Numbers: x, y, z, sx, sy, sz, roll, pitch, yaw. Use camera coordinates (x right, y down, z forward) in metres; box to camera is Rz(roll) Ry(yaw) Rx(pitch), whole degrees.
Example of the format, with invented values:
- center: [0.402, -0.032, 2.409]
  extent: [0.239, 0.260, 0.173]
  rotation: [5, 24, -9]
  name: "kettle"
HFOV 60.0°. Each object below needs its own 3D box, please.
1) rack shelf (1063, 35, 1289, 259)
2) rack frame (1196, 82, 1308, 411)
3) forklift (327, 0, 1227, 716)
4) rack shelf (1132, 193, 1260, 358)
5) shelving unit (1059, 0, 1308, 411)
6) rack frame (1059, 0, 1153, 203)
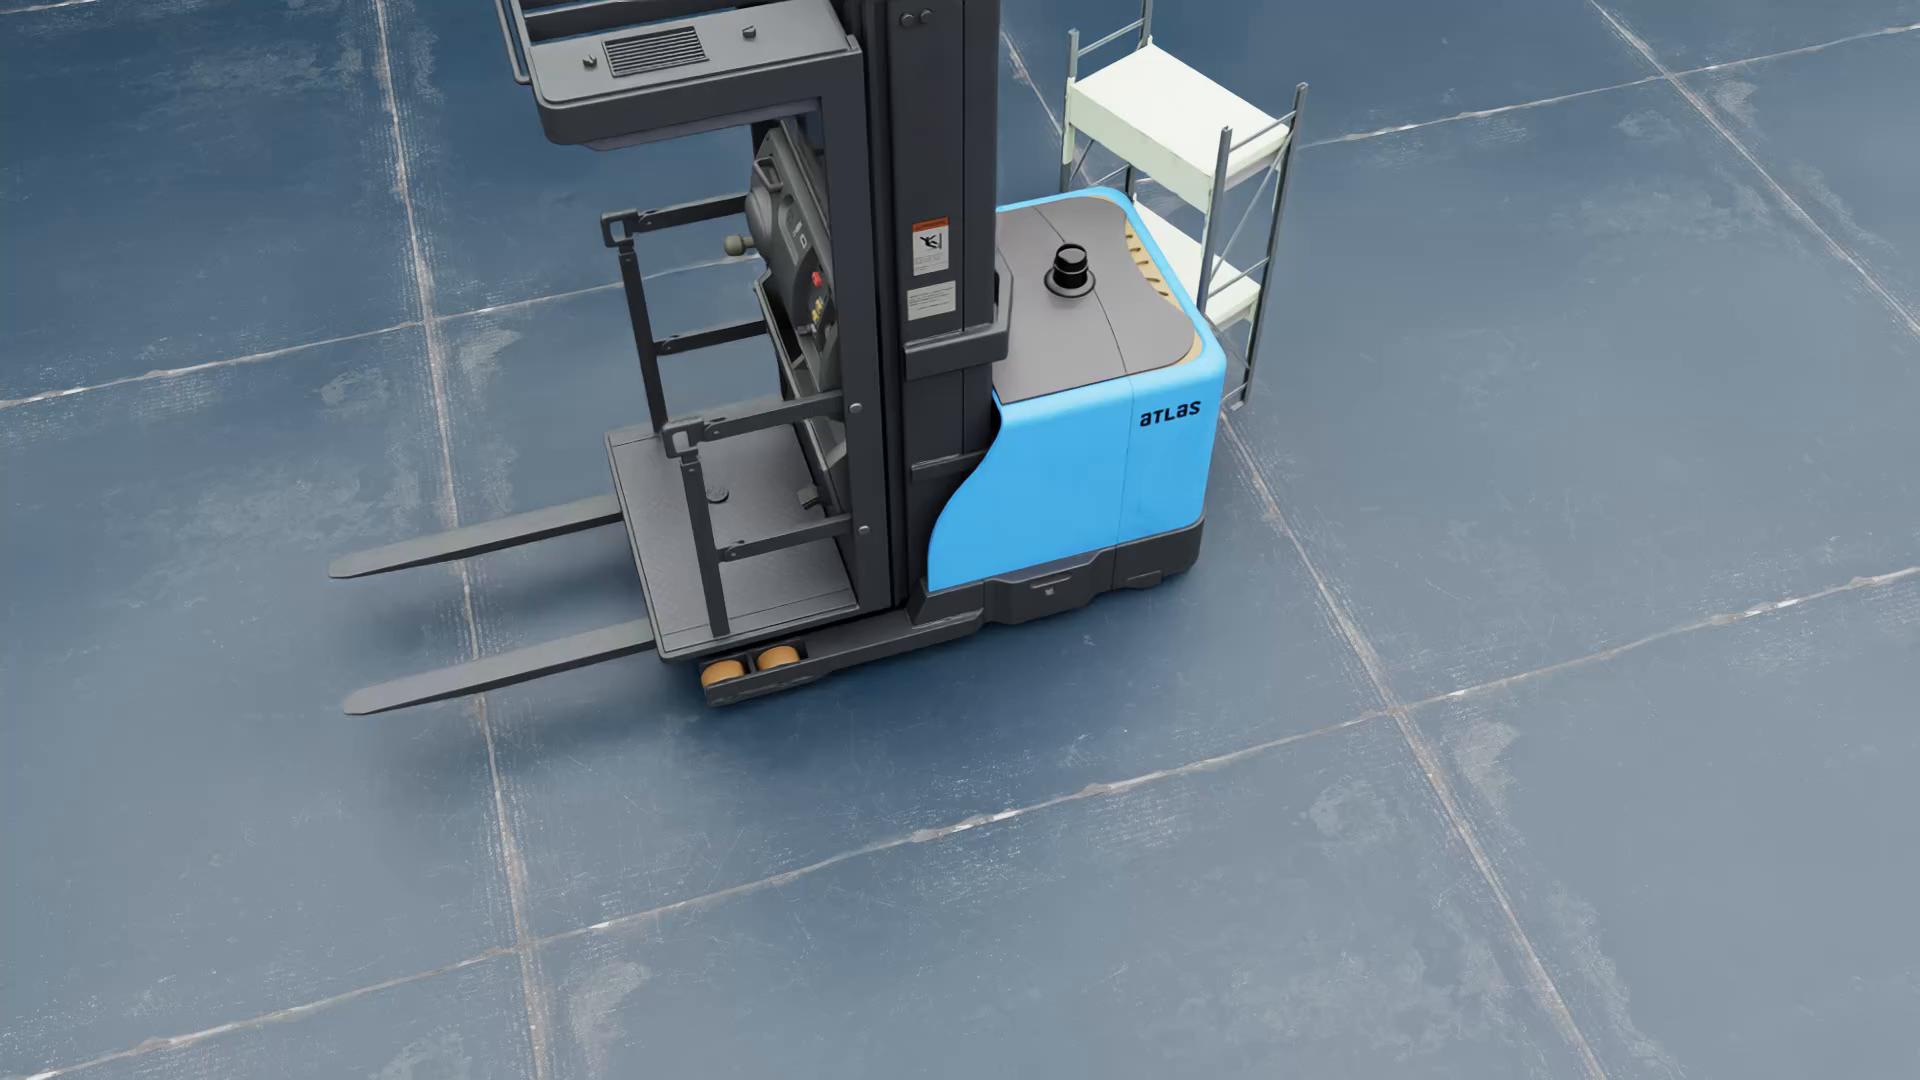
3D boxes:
- center: [0.771, -1.414, 5.951]
  extent: [0.431, 0.370, 0.720]
  rotation: [-33, 57, -25]
  name: "rack shelf"
- center: [1.010, -0.950, 6.070]
  extent: [0.400, 1.500, 0.023]
  rotation: [-33, 57, -25]
  name: "rack frame"
- center: [-0.696, -0.829, 5.032]
  extent: [3.031, 2.935, 1.130]
  rotation: [-14, 51, -12]
  name: "forklift"
- center: [0.771, -0.952, 6.498]
  extent: [0.431, 0.370, 0.720]
  rotation: [-33, 57, -25]
  name: "rack shelf"
- center: [0.771, -1.162, 6.249]
  extent: [0.431, 1.500, 0.755]
  rotation: [-33, 57, -25]
  name: "shelving unit"
- center: [0.533, -1.375, 6.428]
  extent: [0.400, 1.500, 0.023]
  rotation: [-33, 57, -25]
  name: "rack frame"
